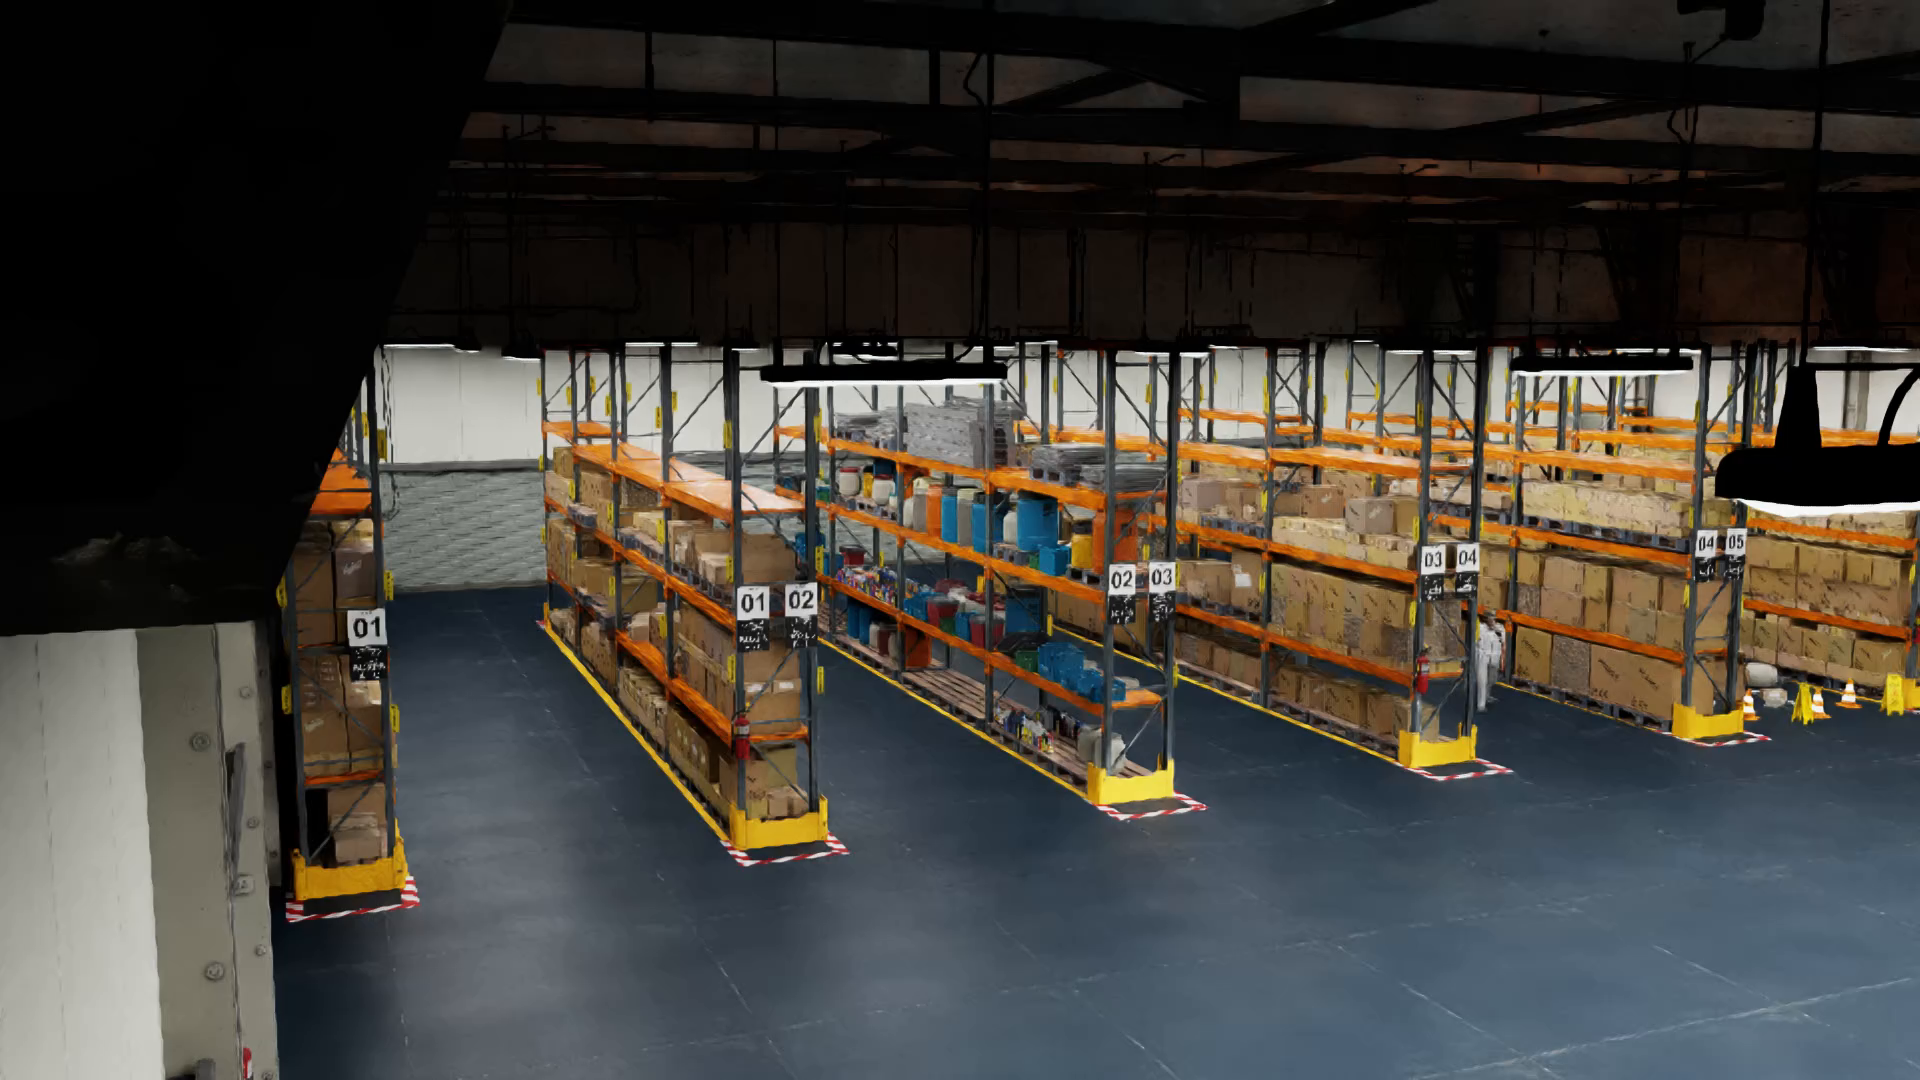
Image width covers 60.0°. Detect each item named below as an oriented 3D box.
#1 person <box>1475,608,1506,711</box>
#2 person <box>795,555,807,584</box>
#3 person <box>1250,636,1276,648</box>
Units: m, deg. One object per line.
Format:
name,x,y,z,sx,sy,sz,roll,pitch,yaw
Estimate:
person,8.688,1.931,27.398,0.585,1.697,0.977,0,7,-1
person,-3.238,1.104,33.809,0.611,1.693,0.687,2,8,11
person,5.715,1.459,31.065,0.688,1.712,0.782,-2,8,-17
